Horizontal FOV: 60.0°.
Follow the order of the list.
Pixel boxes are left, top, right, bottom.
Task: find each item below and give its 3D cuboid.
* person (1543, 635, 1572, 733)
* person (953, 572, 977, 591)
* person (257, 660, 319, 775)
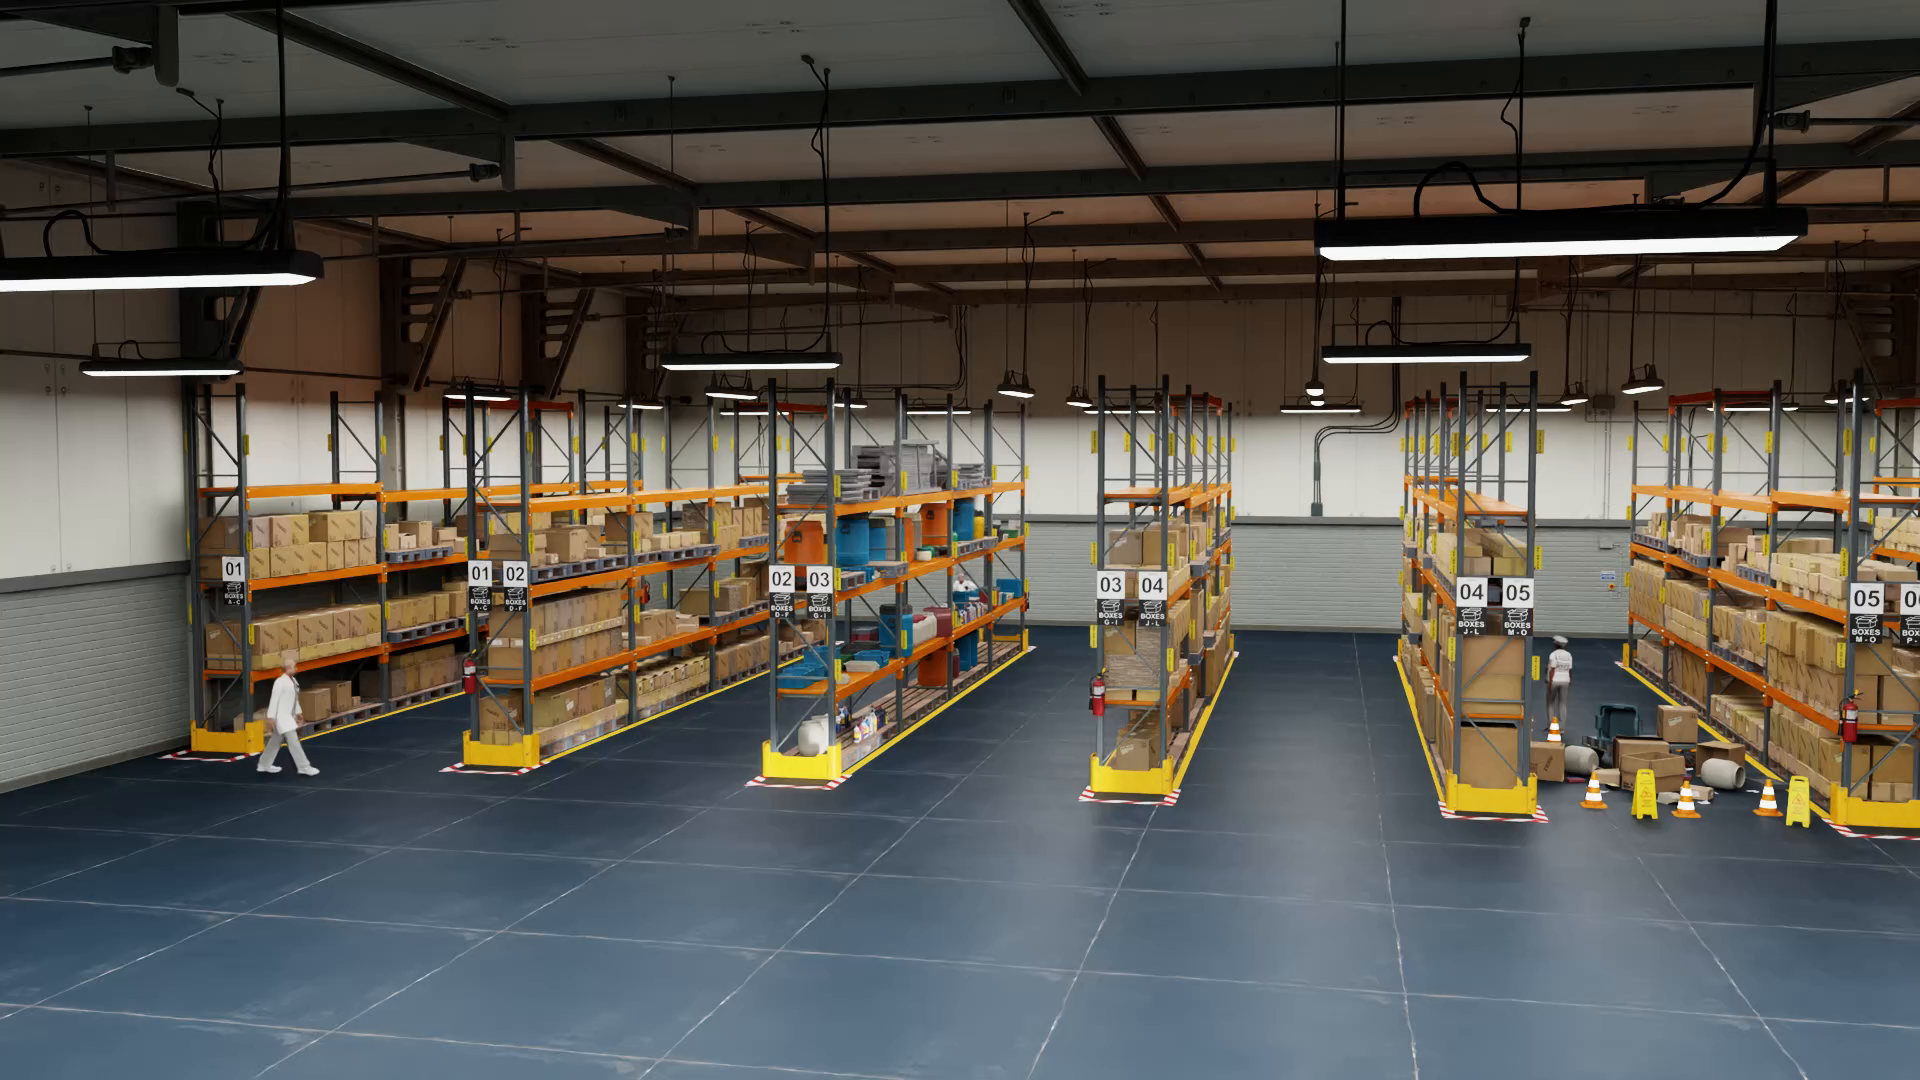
[{"bbox_3d":[10.410,2.540,28.893,0.452,1.734,0.595,1,3,9],"label":"person"},{"bbox_3d":[0.100,1.655,43.903,0.673,1.685,0.734,1,4,22],"label":"person"},{"bbox_3d":[-10.172,2.670,25.194,1.033,1.722,0.639,0,3,1],"label":"person"}]
